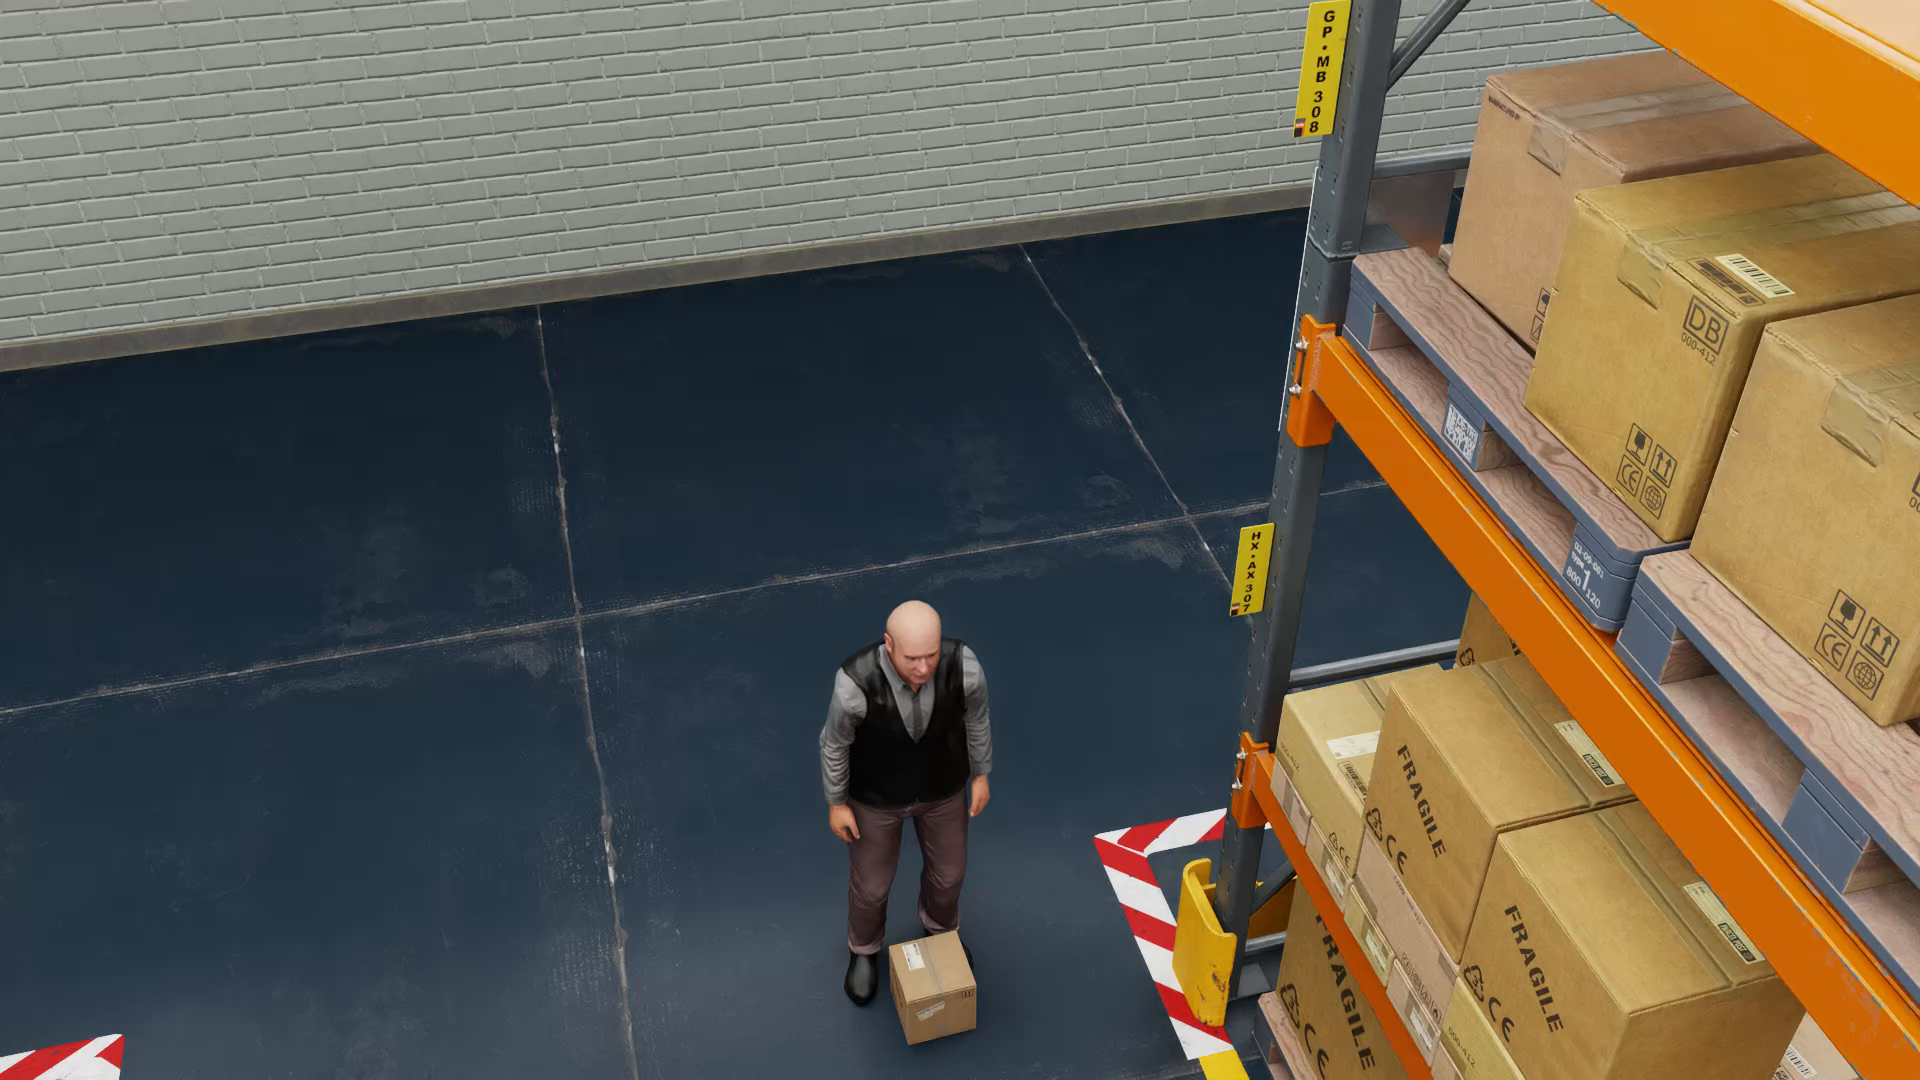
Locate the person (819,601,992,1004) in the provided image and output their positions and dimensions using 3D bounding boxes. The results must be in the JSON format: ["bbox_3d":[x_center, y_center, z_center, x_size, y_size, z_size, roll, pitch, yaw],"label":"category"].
[{"bbox_3d":[-0.179,0.841,5.655,0.582,1.721,0.412,-10,39,-12],"label":"person"}]
